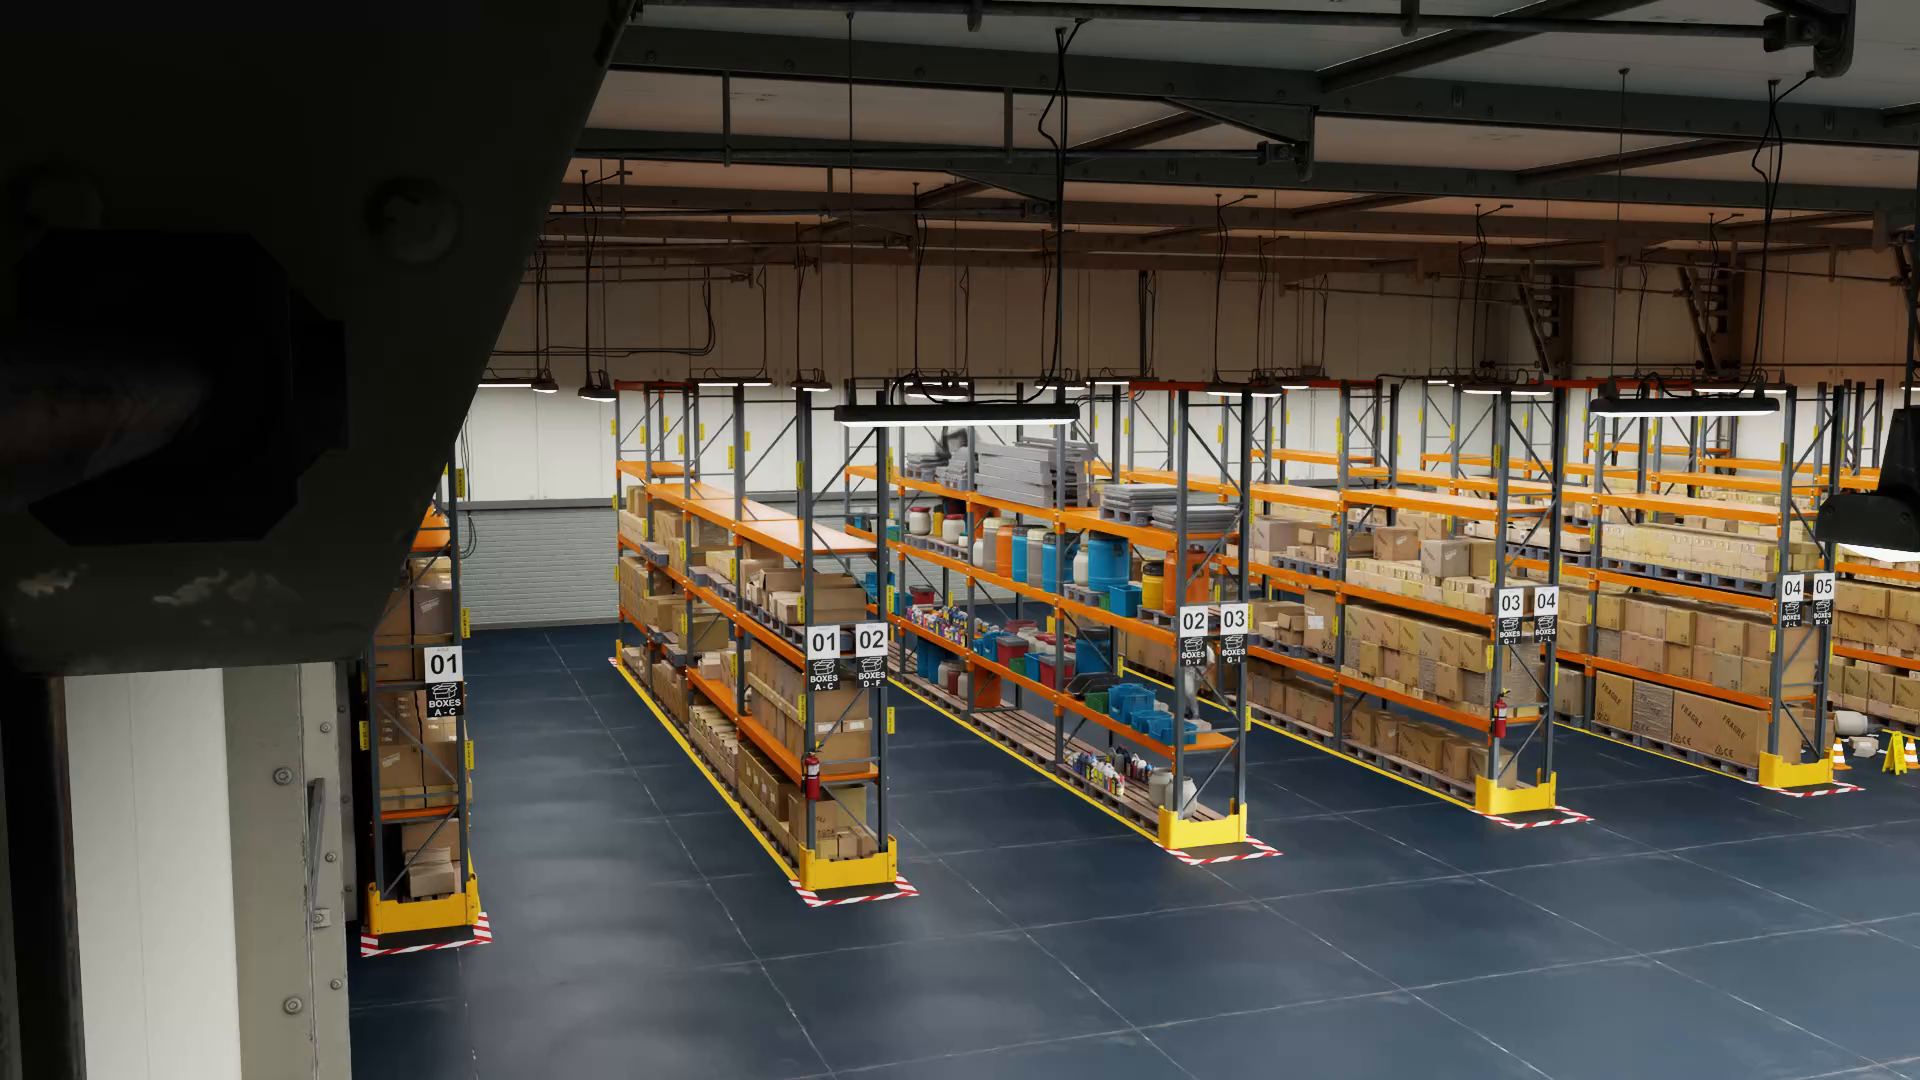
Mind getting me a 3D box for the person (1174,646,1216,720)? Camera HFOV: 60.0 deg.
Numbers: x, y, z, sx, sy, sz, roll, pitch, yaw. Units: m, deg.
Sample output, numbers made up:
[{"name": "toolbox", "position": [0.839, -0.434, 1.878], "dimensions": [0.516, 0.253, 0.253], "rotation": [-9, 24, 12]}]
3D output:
[{"name": "person", "position": [4.158, 2.411, 29.550], "dimensions": [0.676, 1.590, 1.093], "rotation": [-1, 6, -6]}]
